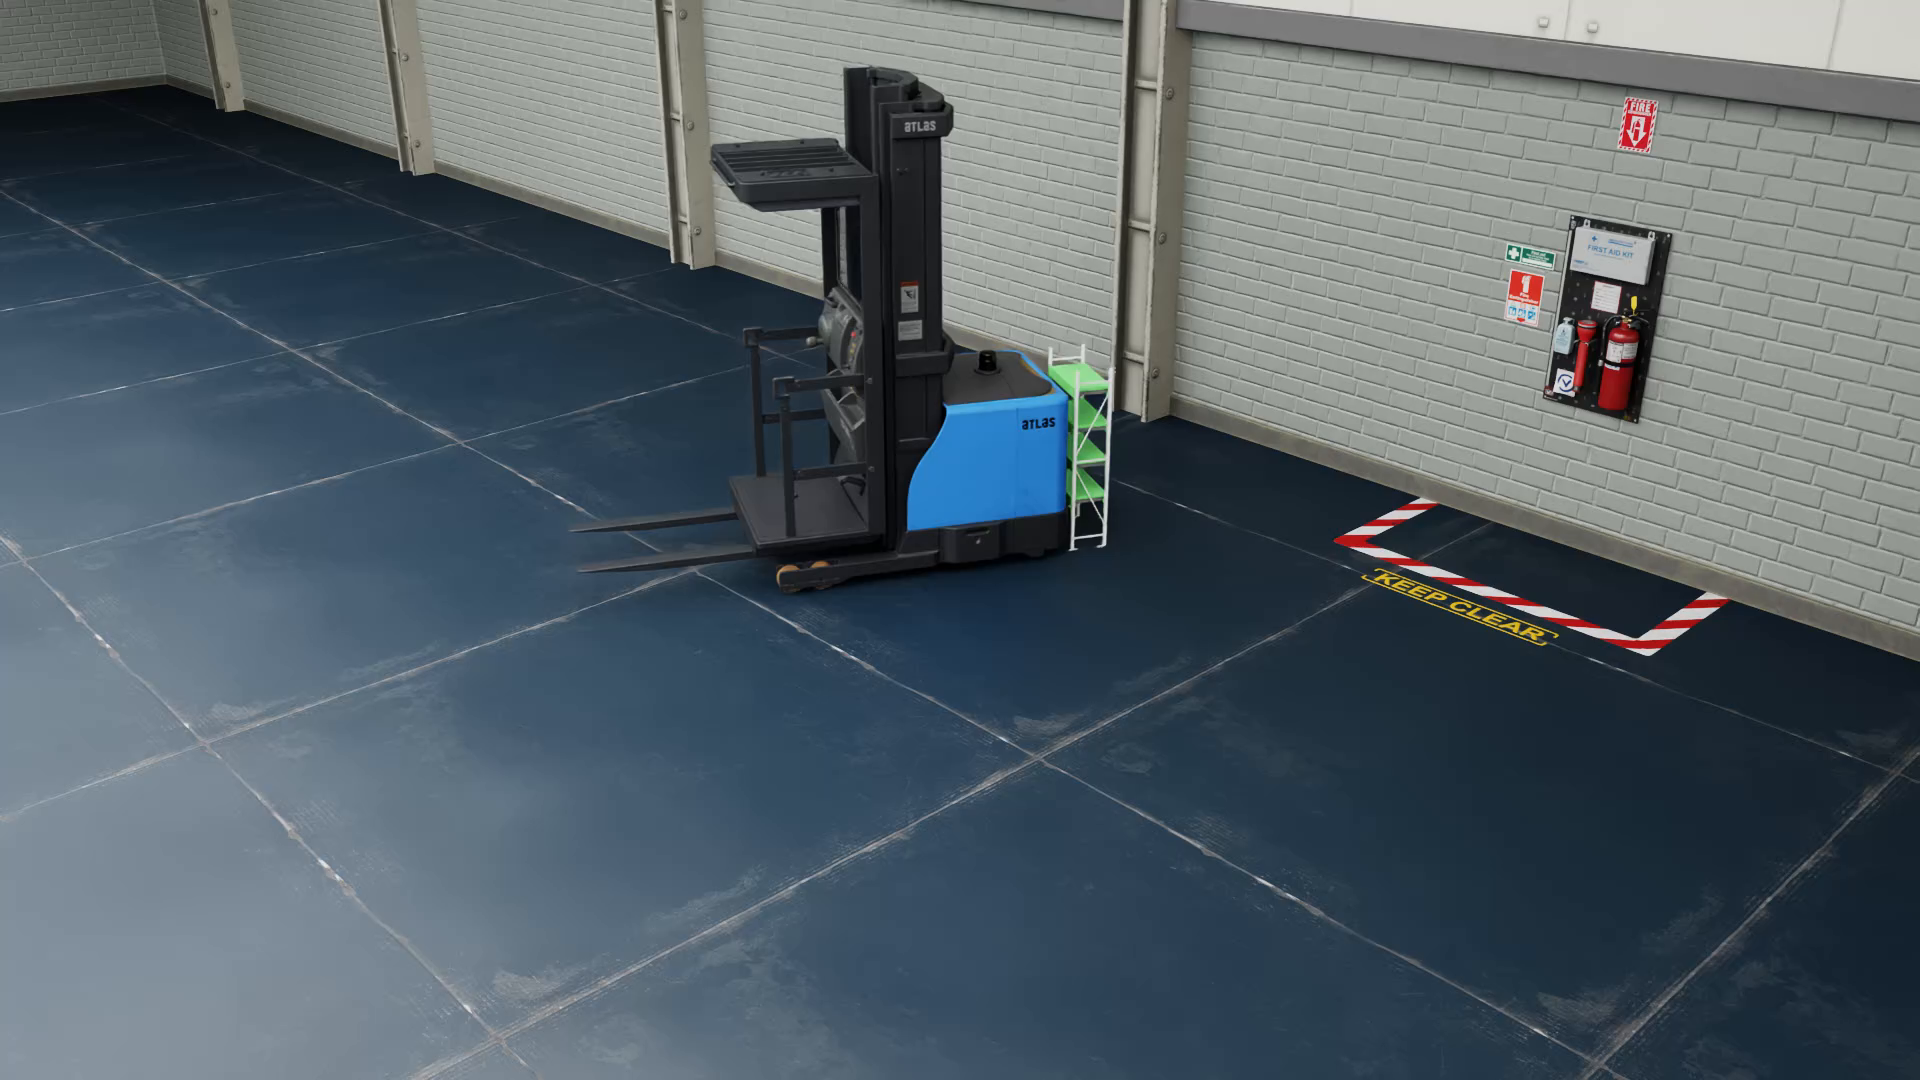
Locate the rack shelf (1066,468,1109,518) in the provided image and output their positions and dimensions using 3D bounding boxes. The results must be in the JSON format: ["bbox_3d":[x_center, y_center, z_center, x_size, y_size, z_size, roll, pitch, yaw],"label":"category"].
[{"bbox_3d":[0.750,-0.314,10.725,0.258,0.148,0.480,-7,25,-15],"label":"rack shelf"}]

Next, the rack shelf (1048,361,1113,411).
[{"bbox_3d":[0.751,-0.969,10.427,0.258,0.148,0.480,-7,25,-15],"label":"rack shelf"}]

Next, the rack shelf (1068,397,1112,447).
[{"bbox_3d":[0.751,-0.751,10.526,0.258,0.148,0.480,-7,25,-15],"label":"rack shelf"}]

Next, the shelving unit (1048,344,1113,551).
[{"bbox_3d":[0.751,-0.591,10.599,0.258,1.200,0.503,-7,25,-15],"label":"shelving unit"}]

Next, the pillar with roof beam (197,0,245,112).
[{"bbox_3d":[-14.047,-9.326,20.350,9.100,9.000,0.400,-21,32,-38],"label":"pillar with roof beam"}]

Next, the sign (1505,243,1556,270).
[{"bbox_3d":[3.532,-1.756,10.303,0.001,0.109,0.331,-21,32,-38],"label":"sign"}]

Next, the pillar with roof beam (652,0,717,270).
[{"bbox_3d":[-5.845,-5.690,12.380,9.100,9.000,0.400,-21,32,-38],"label":"pillar with roof beam"}]

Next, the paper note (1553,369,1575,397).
[{"bbox_3d":[3.768,-0.978,10.341,0.016,0.148,0.142,-21,32,-38],"label":"paper note"}]

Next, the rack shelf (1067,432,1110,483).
[{"bbox_3d":[0.750,-0.533,10.626,0.258,0.148,0.480,-7,25,-15],"label":"rack shelf"}]

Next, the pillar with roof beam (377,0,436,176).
[{"bbox_3d":[-9.946,-7.508,16.365,9.100,9.000,0.400,-21,32,-38],"label":"pillar with roof beam"}]

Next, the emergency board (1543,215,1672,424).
[{"bbox_3d":[3.838,-1.306,9.998,0.194,1.169,0.643,-21,32,-38],"label":"emergency board"}]

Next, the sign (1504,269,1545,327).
[{"bbox_3d":[3.536,-1.519,10.422,0.001,0.329,0.234,-21,32,-38],"label":"sign"}]

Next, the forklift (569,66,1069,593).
[{"bbox_3d":[-0.897,-1.256,9.973,3.031,2.935,1.130,-7,25,-15],"label":"forklift"}]

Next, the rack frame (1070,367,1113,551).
[{"bbox_3d":[0.820,-0.494,10.387,0.240,1.200,0.015,-7,25,-15],"label":"rack frame"}]

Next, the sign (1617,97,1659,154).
[{"bbox_3d":[3.905,-2.391,9.584,0.001,0.298,0.199,-21,32,-38],"label":"sign"}]

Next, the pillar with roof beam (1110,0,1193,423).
[{"bbox_3d":[-1.744,-3.872,8.396,9.100,9.000,0.400,-21,32,-38],"label":"pillar with roof beam"}]

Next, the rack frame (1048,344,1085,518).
[{"bbox_3d":[0.681,-0.688,10.812,0.240,1.200,0.015,-7,25,-15],"label":"rack frame"}]
